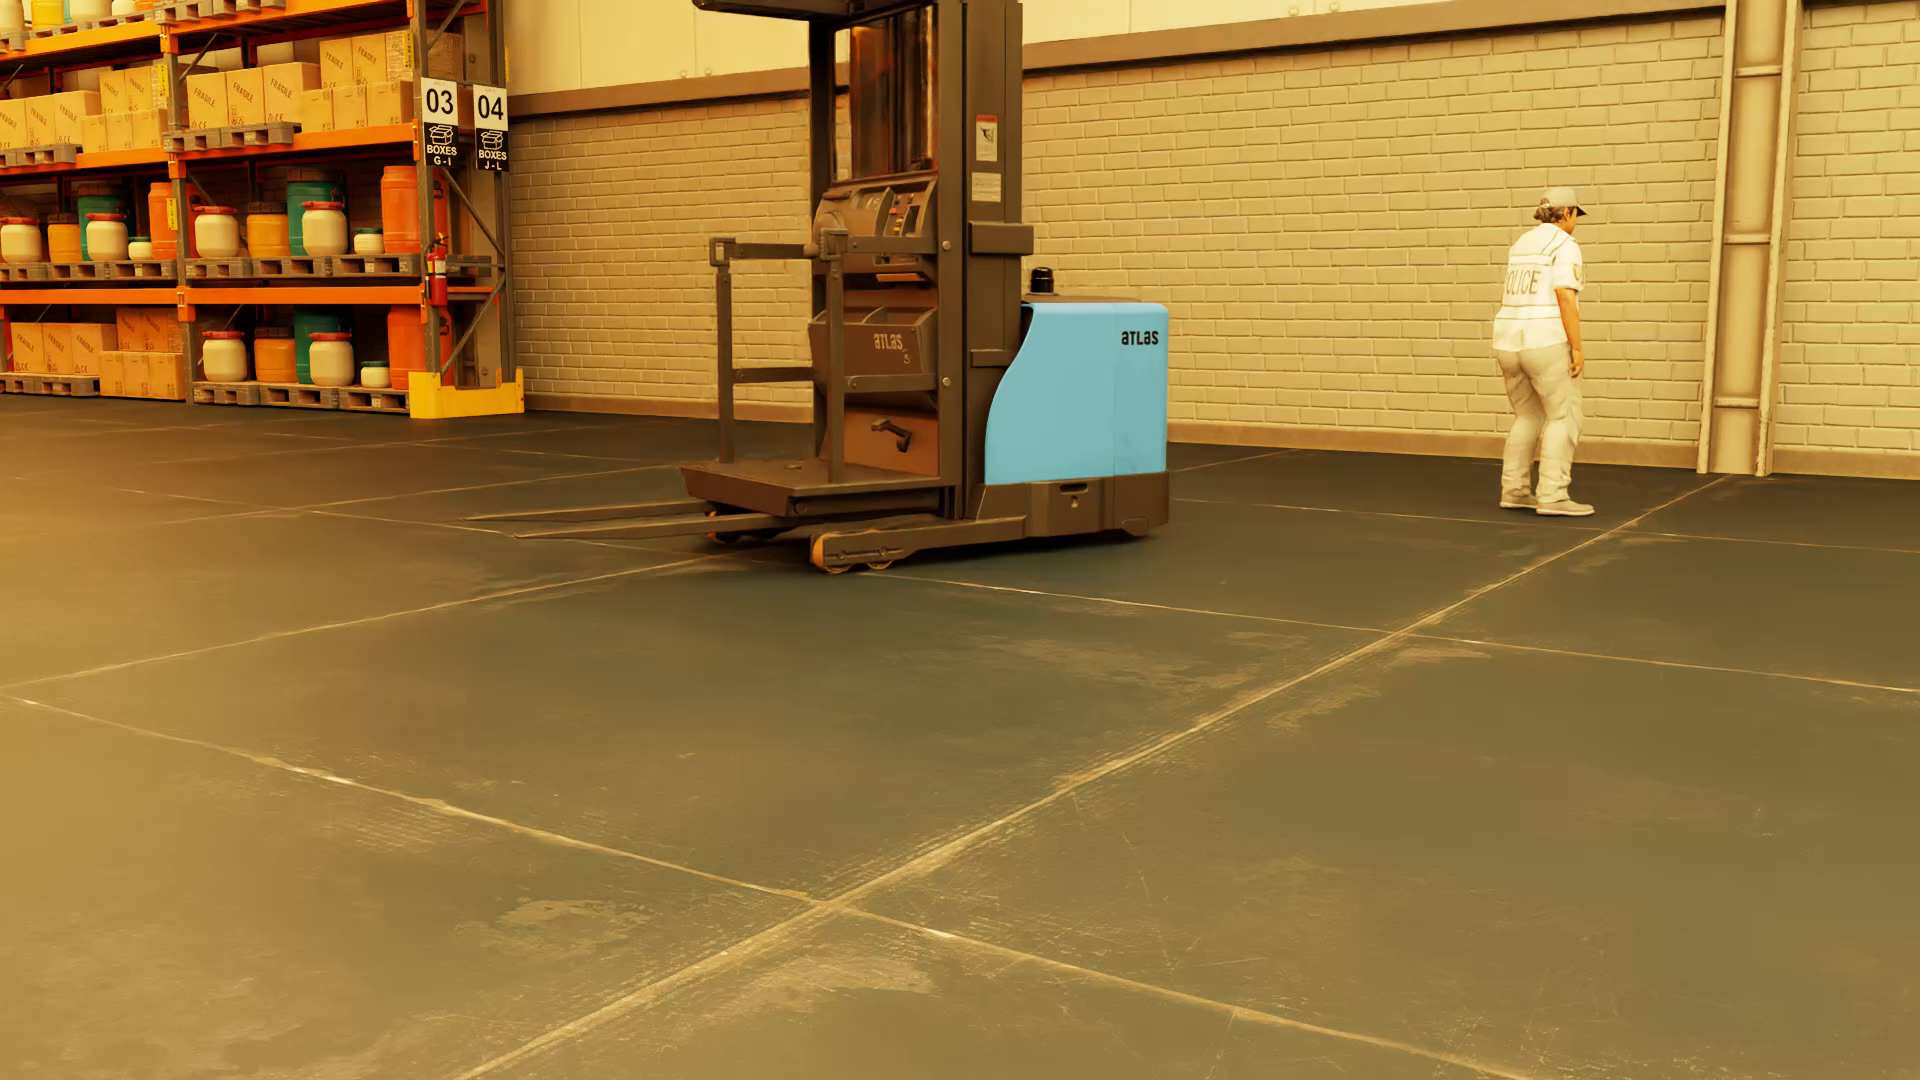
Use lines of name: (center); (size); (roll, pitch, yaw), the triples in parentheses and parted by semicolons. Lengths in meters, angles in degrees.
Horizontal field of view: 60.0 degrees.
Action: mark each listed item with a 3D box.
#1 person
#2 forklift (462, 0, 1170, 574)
person: (3.016, -0.972, 8.540); (0.456, 1.666, 0.538); (-3, 9, -19)
forklift: (-0.549, -1.399, 7.034); (3.031, 2.935, 1.130); (-5, 10, -33)
